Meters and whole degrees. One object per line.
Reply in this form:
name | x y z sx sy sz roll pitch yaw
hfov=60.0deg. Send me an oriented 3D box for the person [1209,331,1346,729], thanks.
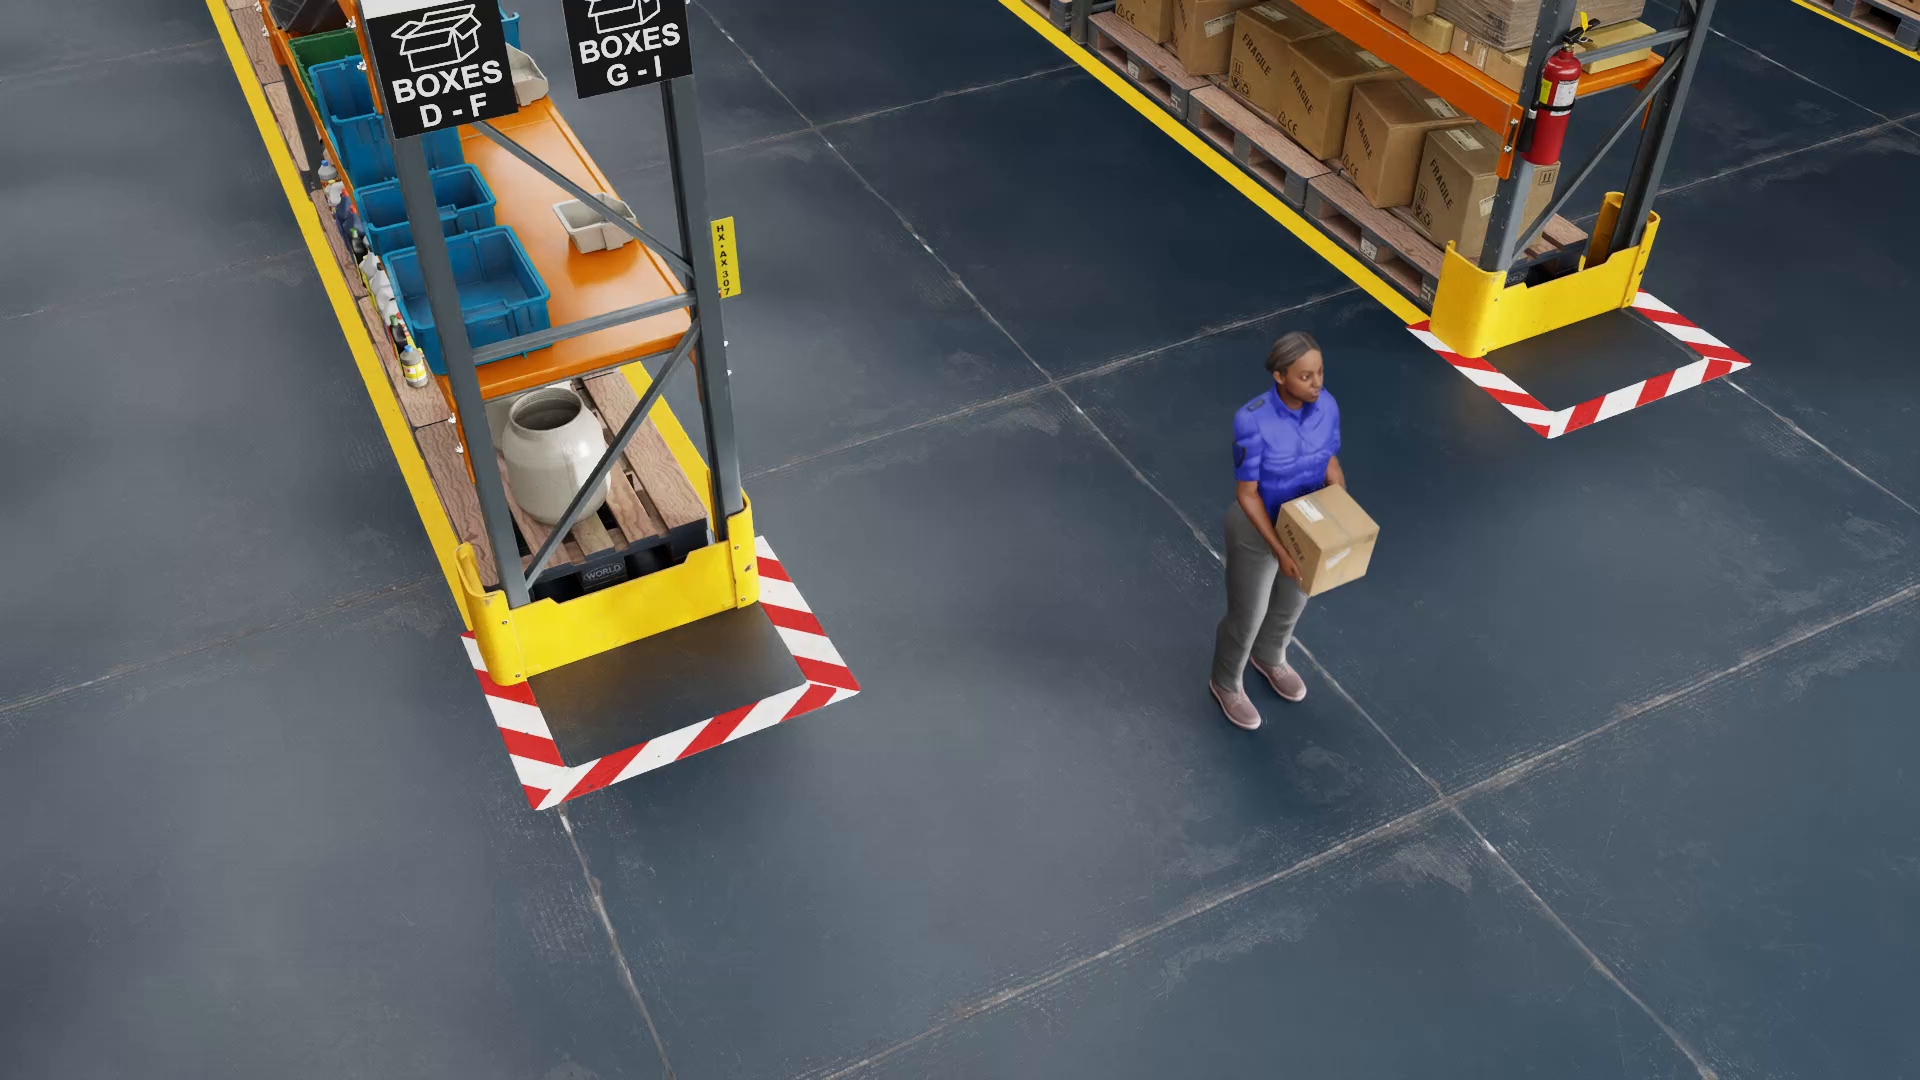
person | 1.217 0.005 6.158 0.455 1.653 0.510 -19 45 -20
